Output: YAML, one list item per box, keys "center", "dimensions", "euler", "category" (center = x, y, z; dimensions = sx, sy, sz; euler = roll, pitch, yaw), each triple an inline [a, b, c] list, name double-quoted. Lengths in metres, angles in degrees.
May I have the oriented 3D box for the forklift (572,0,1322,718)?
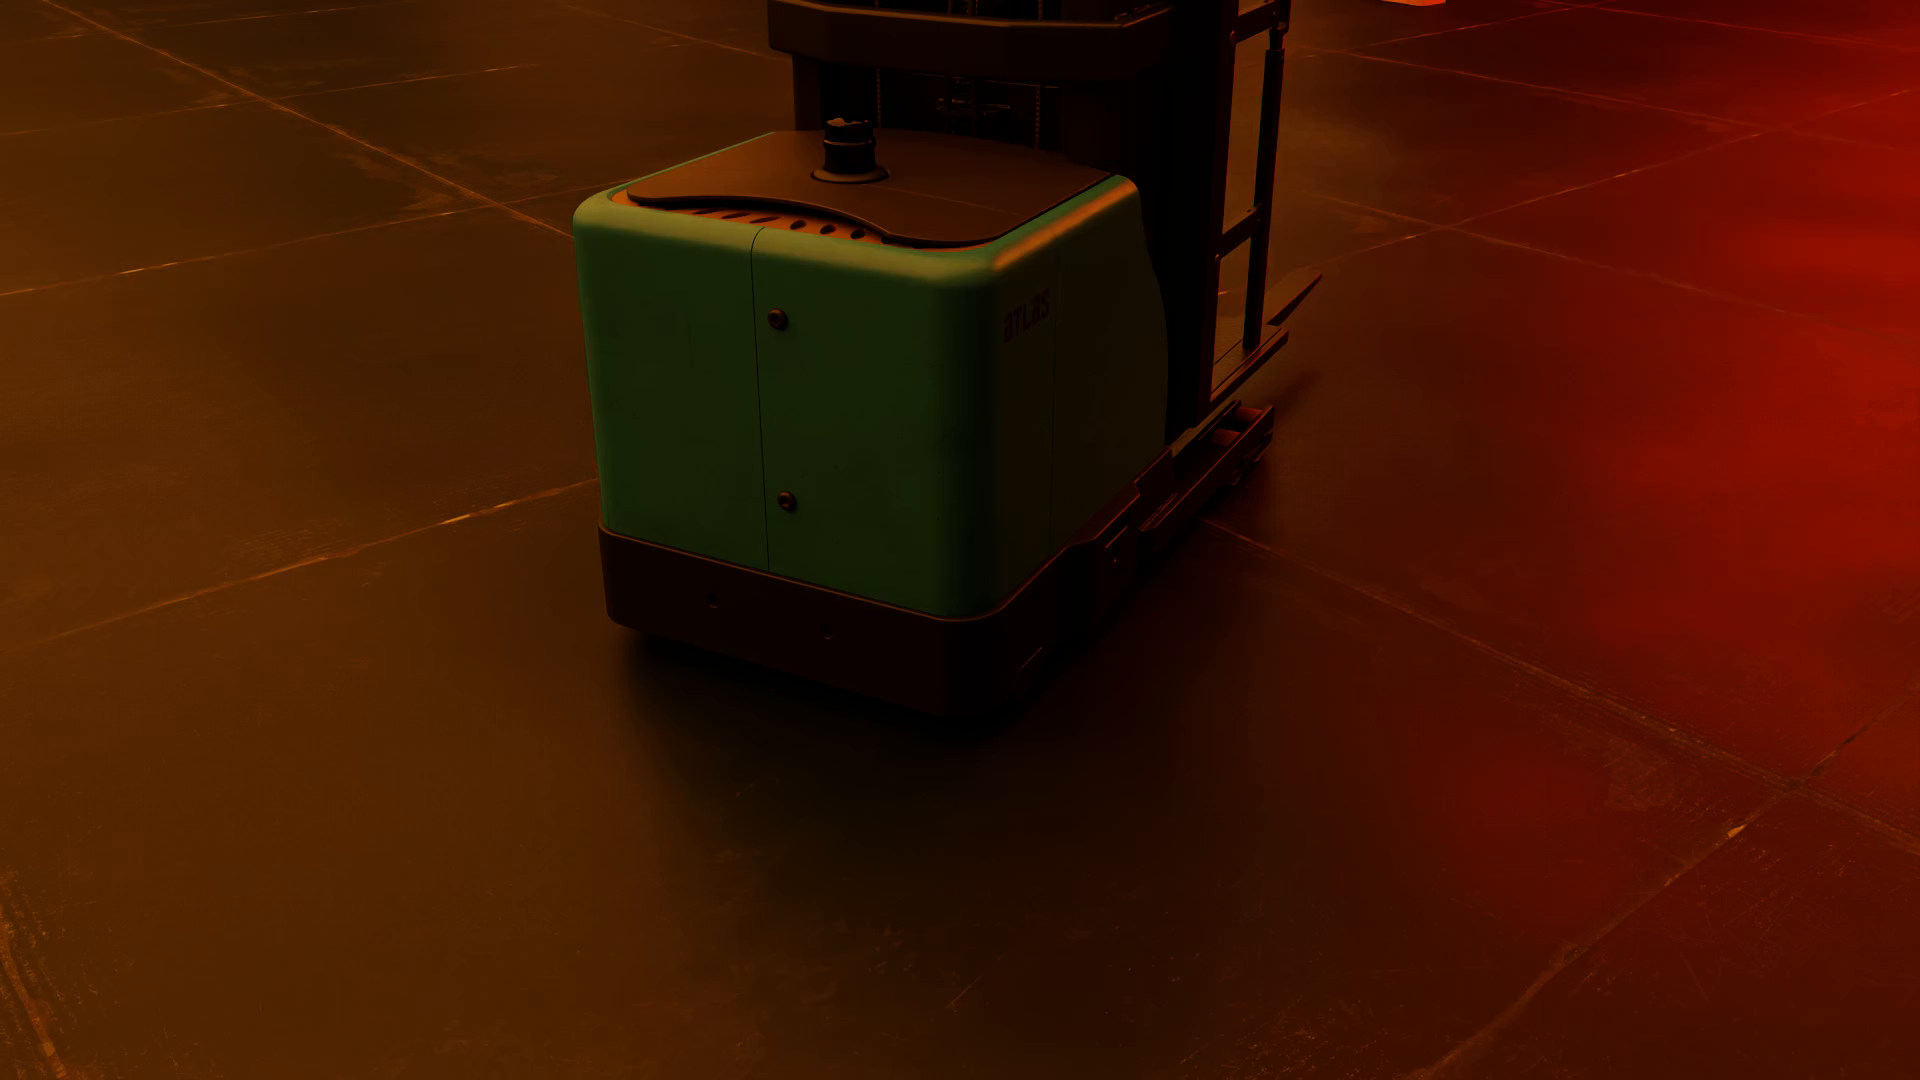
- center: [0.285, -1.552, 4.331]
  dimensions: [1.130, 2.935, 3.031]
  euler: [13, 29, 25]
  category: "forklift"
